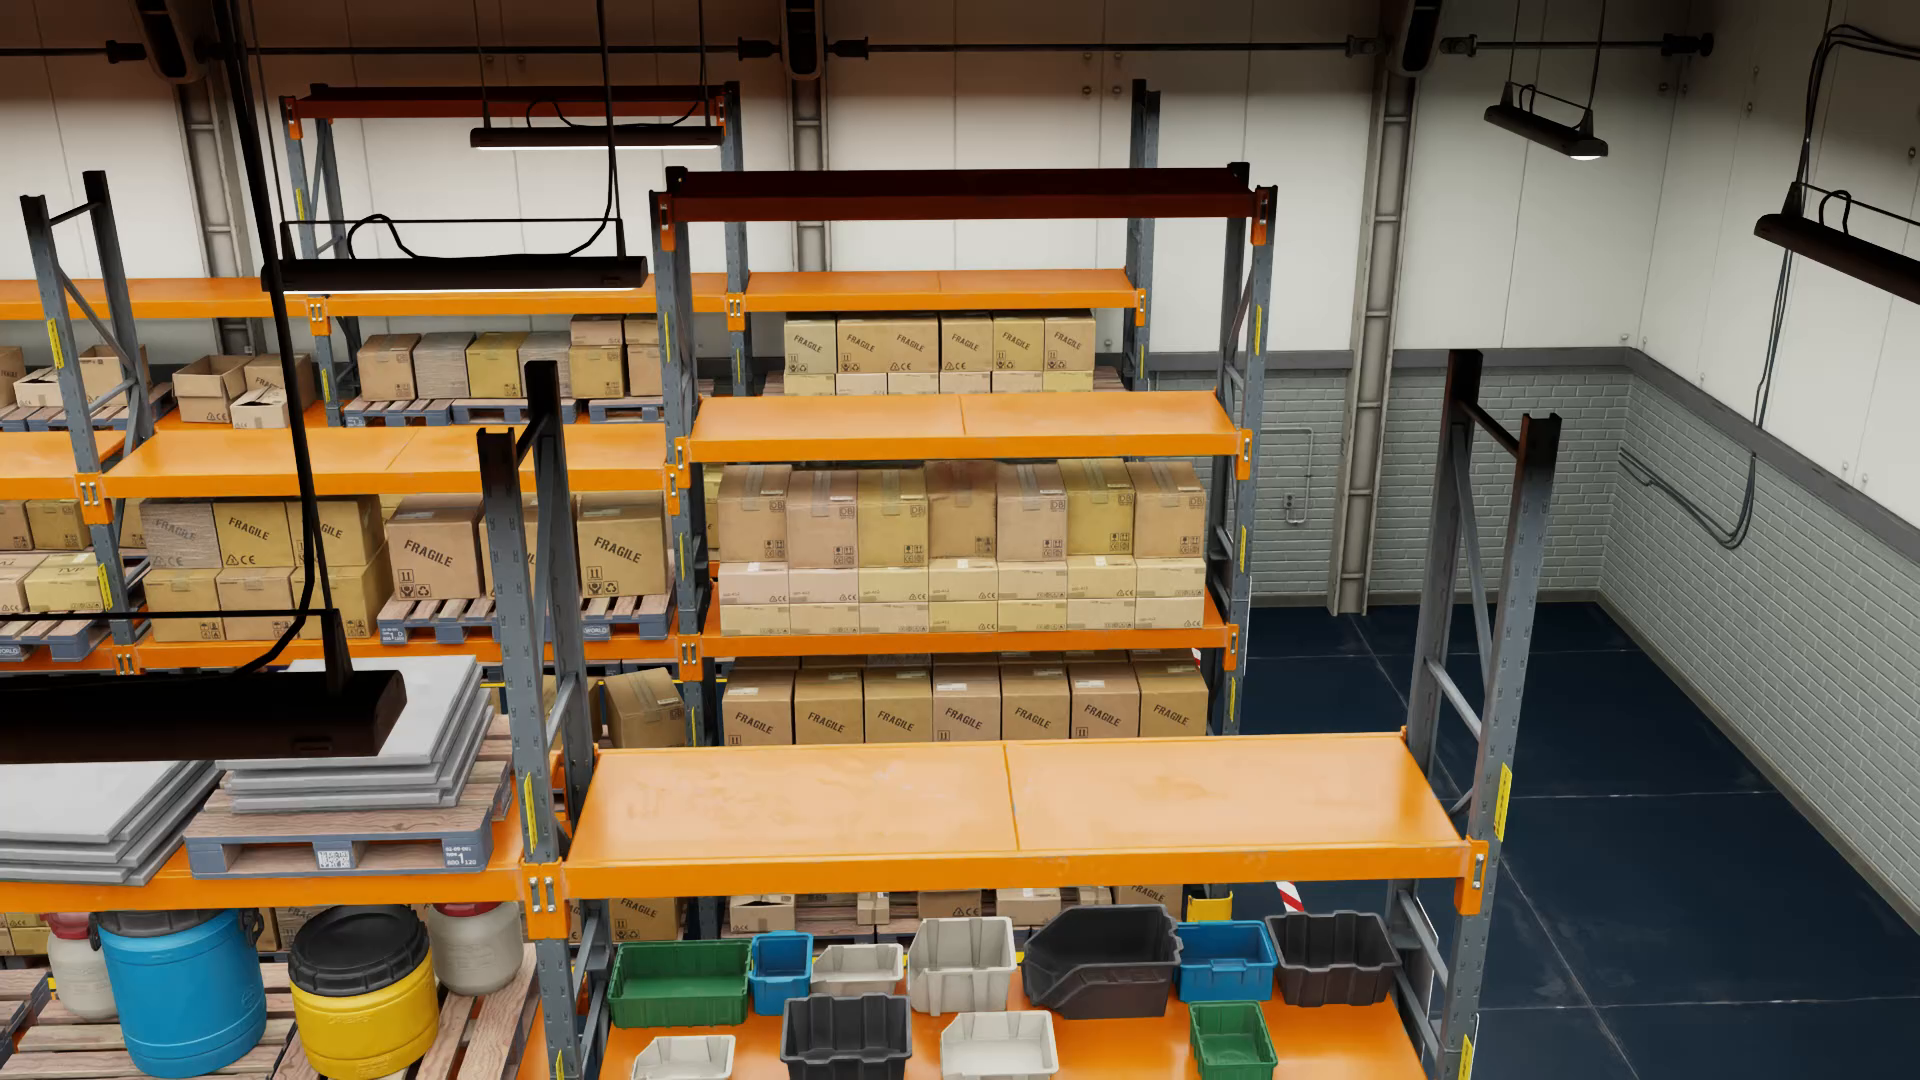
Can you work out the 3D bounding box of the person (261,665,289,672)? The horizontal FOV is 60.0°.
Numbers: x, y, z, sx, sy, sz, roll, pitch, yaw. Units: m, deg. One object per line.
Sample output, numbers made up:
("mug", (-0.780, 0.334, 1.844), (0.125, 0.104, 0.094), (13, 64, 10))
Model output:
("person", (-6.569, 1.129, 16.190), (0.455, 1.623, 0.537), (5, 23, 13))
